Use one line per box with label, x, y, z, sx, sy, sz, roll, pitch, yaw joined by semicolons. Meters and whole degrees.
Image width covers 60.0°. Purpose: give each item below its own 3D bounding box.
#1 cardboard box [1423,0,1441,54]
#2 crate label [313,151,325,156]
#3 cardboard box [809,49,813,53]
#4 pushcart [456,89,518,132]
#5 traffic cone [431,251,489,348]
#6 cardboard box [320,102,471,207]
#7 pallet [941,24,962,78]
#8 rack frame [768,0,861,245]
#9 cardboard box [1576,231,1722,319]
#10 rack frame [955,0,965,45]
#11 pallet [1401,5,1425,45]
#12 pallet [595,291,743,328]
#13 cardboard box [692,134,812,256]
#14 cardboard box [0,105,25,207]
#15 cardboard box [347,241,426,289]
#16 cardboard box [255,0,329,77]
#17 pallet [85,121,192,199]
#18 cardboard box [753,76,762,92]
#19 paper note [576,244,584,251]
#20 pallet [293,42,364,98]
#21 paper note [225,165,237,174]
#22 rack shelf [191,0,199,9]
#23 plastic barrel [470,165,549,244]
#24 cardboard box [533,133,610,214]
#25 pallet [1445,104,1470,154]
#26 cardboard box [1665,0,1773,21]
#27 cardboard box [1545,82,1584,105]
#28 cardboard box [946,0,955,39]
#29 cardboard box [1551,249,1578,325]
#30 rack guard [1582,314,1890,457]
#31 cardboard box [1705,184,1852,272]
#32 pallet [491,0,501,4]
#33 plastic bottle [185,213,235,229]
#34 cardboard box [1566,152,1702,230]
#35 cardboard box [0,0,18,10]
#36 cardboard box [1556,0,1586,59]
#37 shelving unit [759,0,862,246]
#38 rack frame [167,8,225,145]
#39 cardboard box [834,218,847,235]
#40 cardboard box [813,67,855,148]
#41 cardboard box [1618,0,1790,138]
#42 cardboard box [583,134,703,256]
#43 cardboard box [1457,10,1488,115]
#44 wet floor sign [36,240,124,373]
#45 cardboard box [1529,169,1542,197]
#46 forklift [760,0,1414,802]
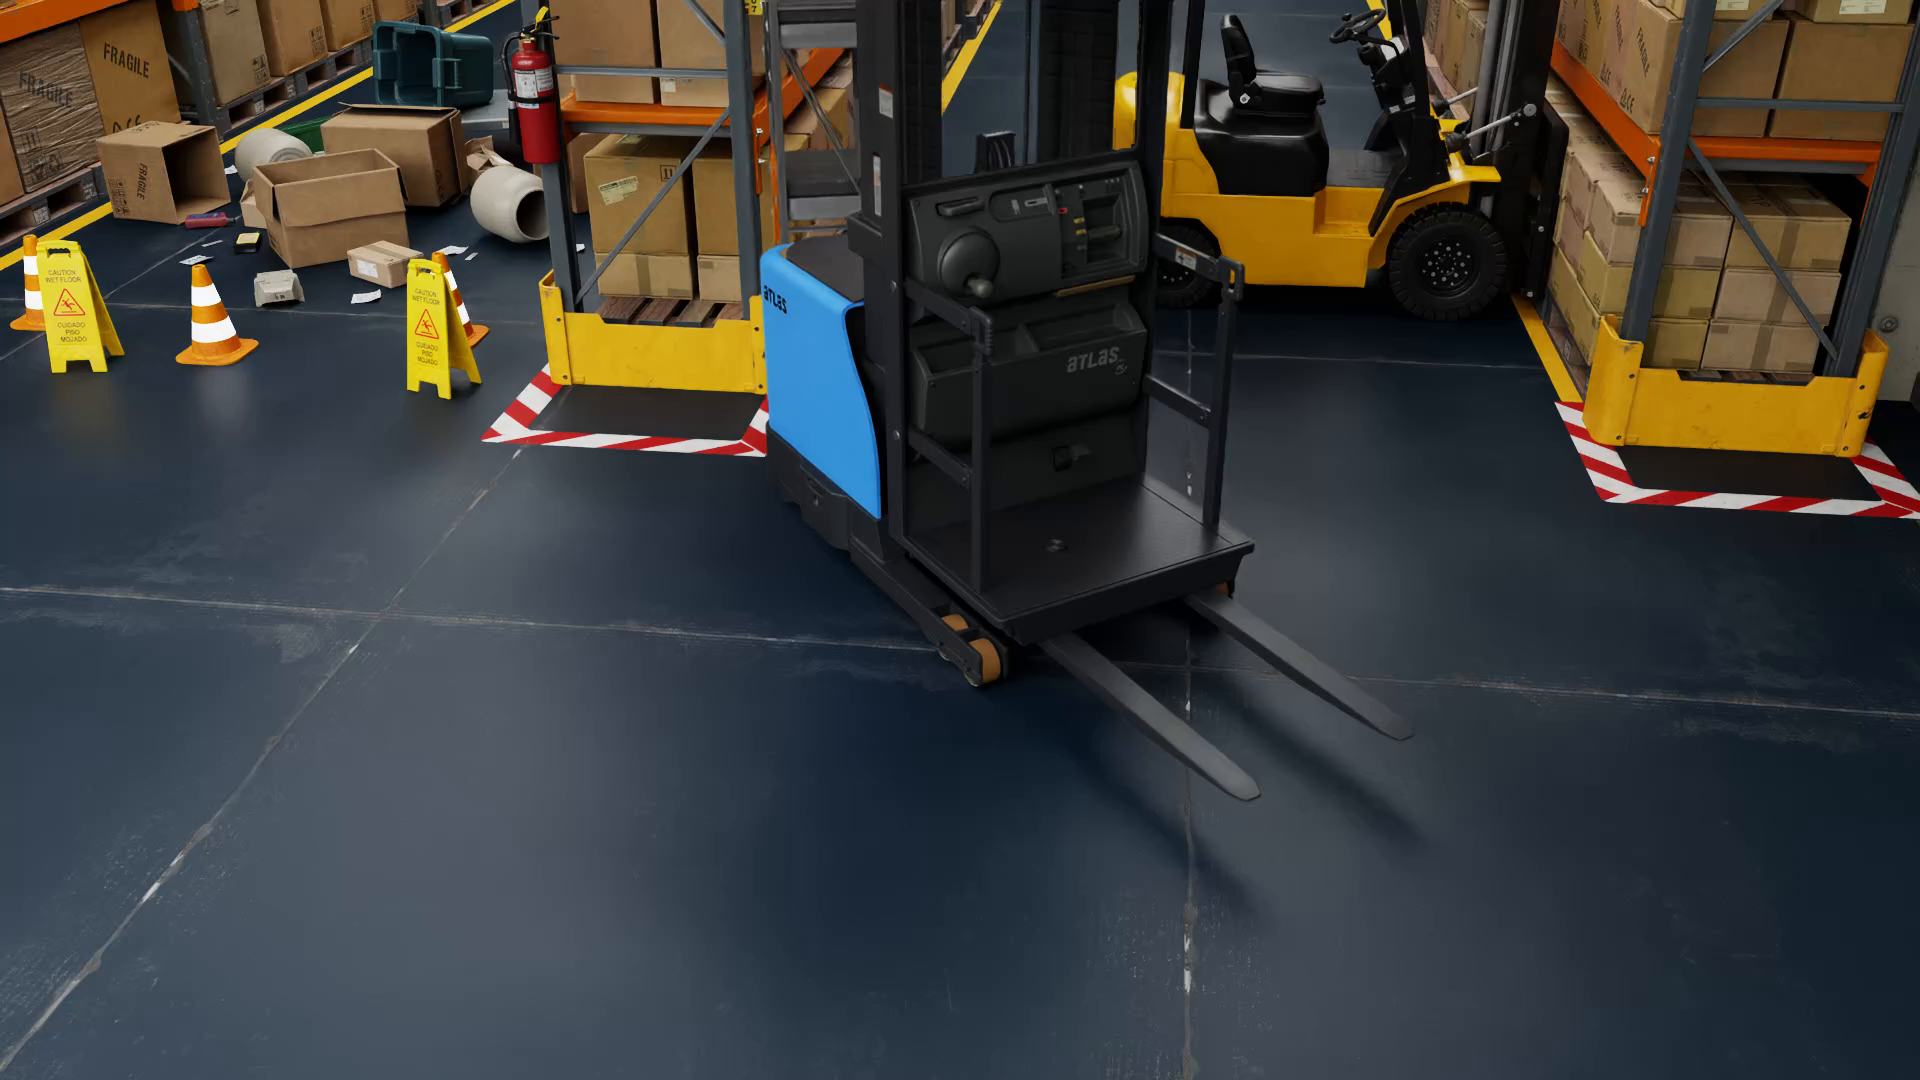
cardboard box;4.379;-4.426;13.864;0.875;0.625;0.625;4;29;8
crate label;-4.364;-2.555;11.349;0.298;0.136;0.250;-17;33;-29
cardboard box;-0.986;-2.618;8.712;0.380;0.149;0.250;4;29;8
pushcart;-3.216;-2.938;11.805;1.648;0.377;0.936;-6;29;-11
traffic cone;-2.665;-1.261;8.603;0.336;0.463;0.334;3;28;6
cardboard box;-3.629;-2.476;10.672;0.797;0.637;0.503;3;28;6
pallet;-0.555;-4.271;14.455;1.003;0.211;1.213;3;28;6
rack frame;-0.549;-1.296;6.941;0.400;2.100;0.015;-4;29;-8
cardboard box;3.239;-1.255;7.847;0.500;0.250;0.500;3;28;6
rack frame;-0.457;-5.866;14.476;1.000;3.000;0.127;3;28;6
pallet;4.598;-4.701;15.254;1.003;0.211;1.213;3;28;6
pallet;-1.294;-1.289;8.920;1.003;0.211;1.213;3;28;6
cardboard box;-1.062;-1.780;8.557;0.500;0.500;0.500;2;28;4
cardboard box;-6.239;-2.327;9.705;0.875;0.875;0.875;3;28;5
cardboard box;-3.282;-1.579;9.525;0.380;0.149;0.250;20;34;32
cardboard box;-5.764;-4.169;13.255;1.050;0.750;0.750;3;28;6
pallet;-6.043;-2.642;11.432;1.003;0.211;1.213;3;28;6
cardboard box;-1.174;-2.257;8.042;0.380;0.149;0.250;4;29;7
paper note;-2.330;-1.759;9.982;0.142;0.019;0.148;-6;29;-11
pallet;-5.706;-3.939;13.839;1.003;0.211;1.213;3;28;6
paper note;-5.056;-2.547;11.446;0.147;0.020;0.142;-17;33;-29
rack shelf;-5.628;-4.848;13.345;1.077;0.370;4.000;3;28;6
plastic barrel;-2.687;-2.026;10.065;0.421;0.421;0.512;-24;36;-37
cardboard box;-2.429;-2.459;10.784;0.500;0.500;0.500;-24;36;-37
pallet;4.031;-2.818;11.758;1.003;0.211;1.213;3;28;6
cardboard box;3.254;-2.323;7.110;0.380;0.149;0.250;4;29;7
cardboard box;3.486;-2.427;9.494;0.500;0.250;0.500;4;29;8
cardboard box;-0.537;-4.629;14.507;0.950;0.372;0.625;1;28;3
cardboard box;3.304;-1.261;8.385;0.500;0.250;0.500;3;28;6
rack guard;3.486;-0.702;7.526;1.175;0.500;0.348;3;28;6
cardboard box;3.736;-1.444;7.669;0.500;0.250;0.500;3;28;5
pallet;-5.133;-5.819;17.329;1.003;0.211;1.213;3;28;6
plastic bottle;-4.681;-2.000;10.397;0.283;0.061;0.133;-6;29;-11
cardboard box;3.293;-1.704;8.152;0.500;0.250;0.500;4;29;7
cardboard box;-6.099;-3.352;9.652;0.875;0.550;0.500;3;28;6
cardboard box;3.475;-2.827;8.729;0.500;0.500;0.500;4;29;7
shelving unit;-0.587;-1.410;7.153;0.431;2.100;0.503;-4;29;-8
rack frame;-5.873;-4.223;11.427;1.000;3.000;0.127;3;28;6
cardboard box;-0.940;-1.936;9.637;0.500;0.250;0.500;5;29;10
cardboard box;-0.876;-2.514;9.919;0.500;0.500;0.500;5;29;9
cardboard box;3.289;-2.105;7.389;0.500;0.500;0.500;3;28;5
cardboard box;-1.598;-1.797;8.589;0.500;0.500;0.500;4;29;7
cardboard box;4.135;-3.447;12.047;0.875;0.625;0.625;3;28;6
wet floor sign;-4.401;-1.175;8.251;0.267;0.644;0.232;-1;28;-3
cardboard box;3.418;-1.970;9.174;0.500;0.250;0.500;3;28;6
forklift;0.360;-1.030;5.572;1.130;2.935;3.031;-16;32;-26
